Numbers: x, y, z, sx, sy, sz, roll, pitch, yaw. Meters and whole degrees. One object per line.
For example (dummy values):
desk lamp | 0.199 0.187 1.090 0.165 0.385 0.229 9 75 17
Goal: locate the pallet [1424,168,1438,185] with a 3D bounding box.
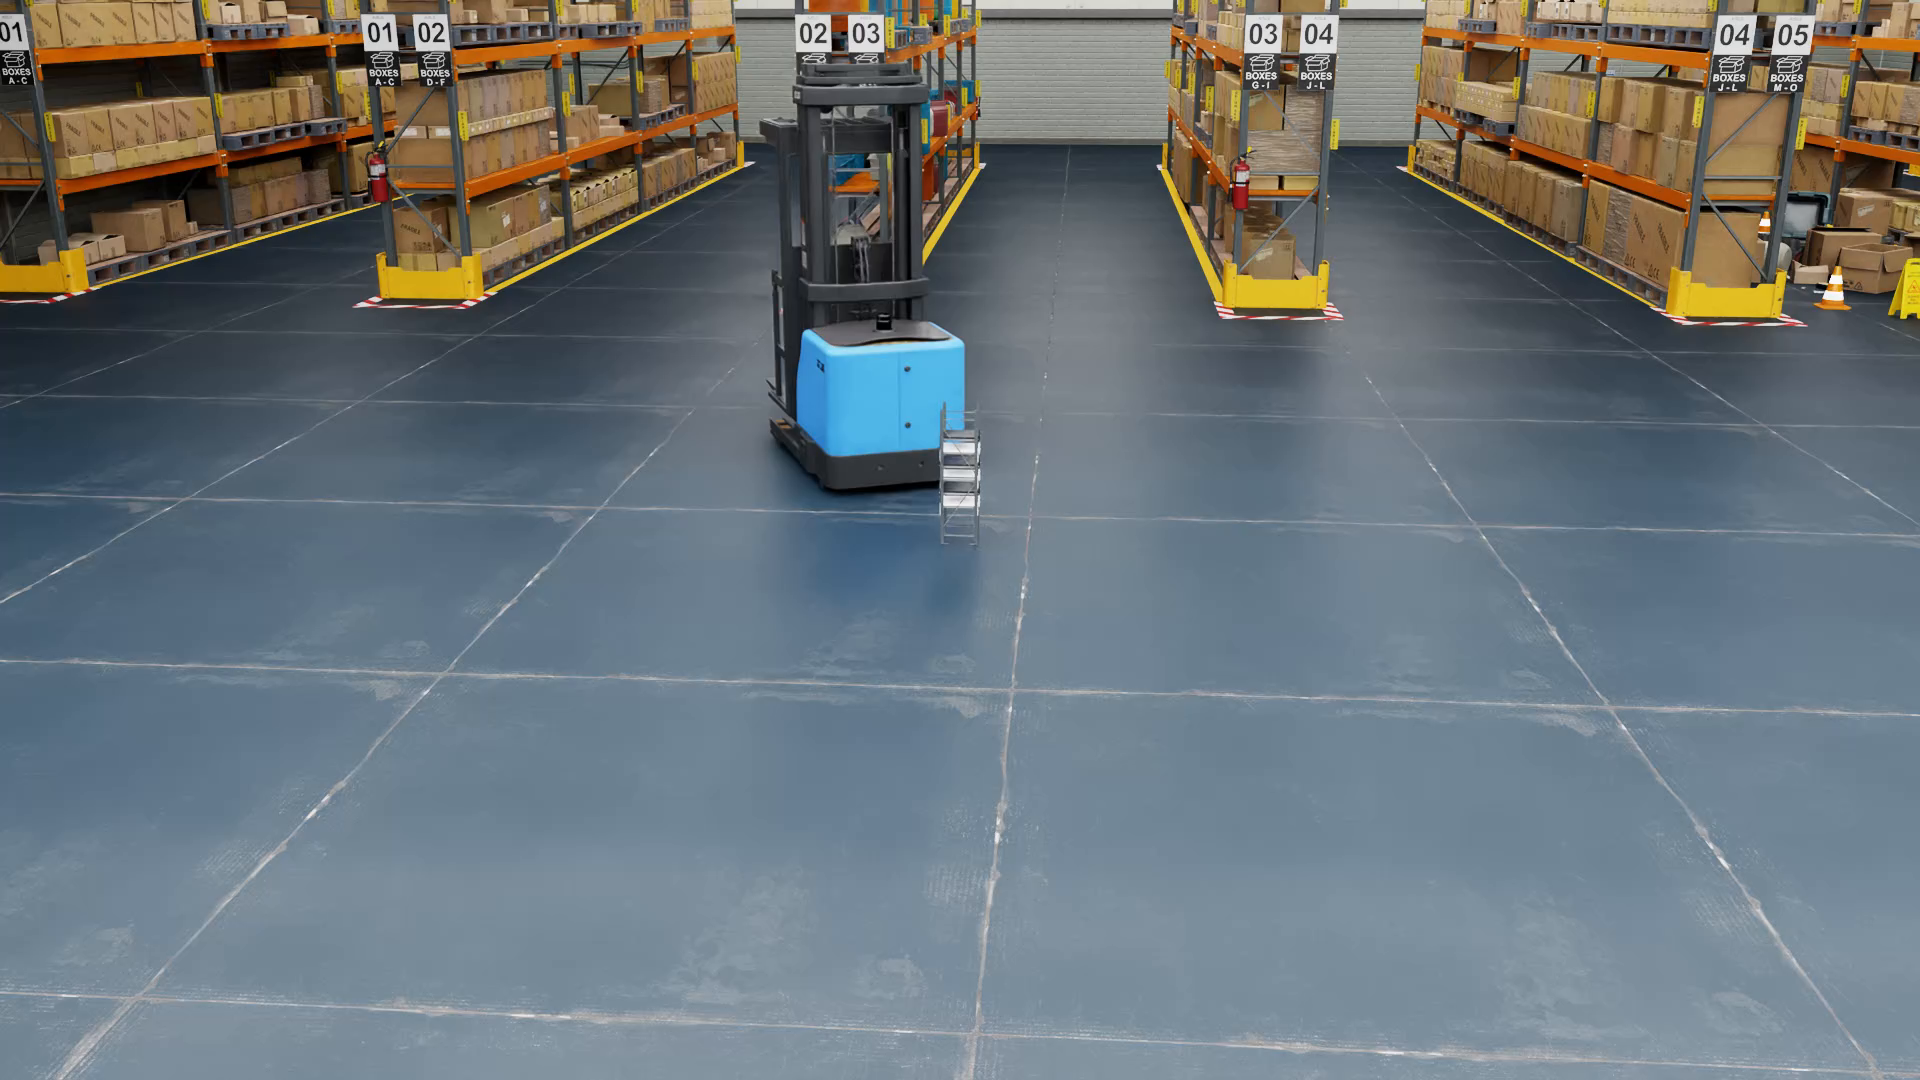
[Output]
pallet | 9.511 -6.957 31.815 1.003 0.211 1.213 1 18 4

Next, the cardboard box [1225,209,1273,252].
cardboard box | 3.798 -4.060 21.837 0.500 0.500 0.500 7 20 21

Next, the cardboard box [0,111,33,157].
cardboard box | -11.387 -4.885 20.019 0.500 0.500 0.500 1 18 3

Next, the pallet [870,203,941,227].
pallet | -0.848 -5.138 26.264 1.003 0.211 1.213 1 18 4

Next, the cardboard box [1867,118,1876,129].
cardboard box | 13.743 -6.183 24.706 0.380 0.149 0.250 0 18 0

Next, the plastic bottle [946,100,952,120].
plastic bottle | -0.219 -7.571 29.292 0.144 0.351 0.185 1 18 4

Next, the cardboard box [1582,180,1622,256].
cardboard box | 8.725 -4.204 21.673 0.875 0.875 0.875 2 18 5

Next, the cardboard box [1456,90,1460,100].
cardboard box | 8.927 -7.802 29.167 0.380 0.149 0.250 2 18 5

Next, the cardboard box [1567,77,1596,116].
cardboard box | 8.941 -6.202 23.266 0.700 0.500 0.500 1 18 4

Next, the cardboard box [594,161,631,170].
cardboard box | -5.861 -6.131 28.126 0.500 0.500 0.500 2 18 6

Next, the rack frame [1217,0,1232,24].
rack frame | 3.900 -8.201 21.499 1.000 3.000 0.127 1 18 4

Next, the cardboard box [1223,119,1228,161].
cardboard box | 3.723 -4.934 20.525 0.875 0.500 0.500 1 18 4

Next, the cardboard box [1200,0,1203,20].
cardboard box | 3.857 -8.005 24.755 0.500 0.500 0.500 1 18 4

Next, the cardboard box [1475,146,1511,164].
cardboard box | 9.020 -6.513 28.119 0.500 0.250 0.500 2 18 6

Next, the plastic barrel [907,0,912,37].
plastic barrel | -1.029 -8.116 25.253 0.600 0.901 0.600 0 18 0

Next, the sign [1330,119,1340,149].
sign | 4.155 -4.507 18.470 0.100 0.325 0.005 1 18 4

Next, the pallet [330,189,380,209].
pallet | -10.503 -5.842 28.413 1.003 0.211 1.213 1 18 4

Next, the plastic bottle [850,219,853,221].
plastic bottle | -1.500 -4.284 22.854 0.097 0.271 0.097 0 18 0

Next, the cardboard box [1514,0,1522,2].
cardboard box | 8.919 -8.578 26.077 0.396 0.266 0.258 1 18 4

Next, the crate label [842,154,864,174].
crate label | -1.465 -4.813 20.736 0.502 0.435 0.616 1 18 4

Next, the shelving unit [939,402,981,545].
shelving unit | 0.001 -0.430 10.791 0.258 0.900 0.210 1 18 4

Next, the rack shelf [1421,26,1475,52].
rack shelf | 9.557 -9.397 31.123 1.077 0.370 4.000 1 18 4

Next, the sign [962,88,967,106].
sign | 0.082 -8.064 30.271 0.100 0.325 0.005 1 18 4

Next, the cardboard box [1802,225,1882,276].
cardboard box | 11.157 -3.657 21.058 0.797 0.637 0.503 1 18 4

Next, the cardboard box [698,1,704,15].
cardboard box | -5.090 -9.949 31.091 0.500 0.250 0.500 1 18 4

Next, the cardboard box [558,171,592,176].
cardboard box | -6.053 -5.655 26.203 0.500 0.311 0.500 1 18 3

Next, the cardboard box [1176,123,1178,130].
cardboard box | 4.794 -8.066 33.460 0.875 0.875 0.875 1 18 4

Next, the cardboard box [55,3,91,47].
cardboard box | -10.861 -6.186 19.975 0.500 0.500 0.500 2 18 8

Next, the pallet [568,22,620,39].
pallet | -5.730 -7.590 24.755 1.003 0.211 1.213 2 18 6

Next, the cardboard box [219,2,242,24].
cardboard box | -10.758 -7.624 24.023 0.500 0.311 0.500 2 18 6

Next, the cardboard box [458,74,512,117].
cardboard box | -6.114 -5.631 21.046 0.700 0.500 0.500 1 18 4

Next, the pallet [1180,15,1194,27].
pallet | 4.543 -9.472 30.337 1.003 0.211 1.213 1 18 4

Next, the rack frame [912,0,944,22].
rack frame | -0.753 -9.554 25.628 1.000 3.000 0.127 1 18 4

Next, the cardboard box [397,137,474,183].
cardboard box | -6.221 -4.522 19.746 0.700 0.500 0.500 1 18 4

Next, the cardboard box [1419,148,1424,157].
cardboard box | 9.331 -7.680 32.971 0.380 0.149 0.250 1 18 4

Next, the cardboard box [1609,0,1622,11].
cardboard box | 8.526 -6.805 20.984 0.500 0.250 0.500 1 18 4

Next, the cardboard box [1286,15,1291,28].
cardboard box | 3.874 -5.891 18.868 0.380 0.149 0.250 1 18 3

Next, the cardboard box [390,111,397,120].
cardboard box | -10.225 -7.551 29.523 0.380 0.149 0.250 1 18 2

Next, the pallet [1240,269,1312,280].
pallet | 3.712 -3.058 19.915 1.003 0.211 1.213 1 18 4

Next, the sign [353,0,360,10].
sign | -6.807 -6.155 18.777 0.100 0.325 0.005 1 18 4

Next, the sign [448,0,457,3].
sign | -5.714 -6.194 18.661 0.100 0.325 0.005 1 18 4

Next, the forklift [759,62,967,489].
forklift | -0.893 -2.174 12.852 1.130 2.935 3.031 -6 19 -17

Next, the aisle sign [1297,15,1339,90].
aisle sign | 3.908 -5.317 18.158 0.394 0.787 0.004 1 18 4

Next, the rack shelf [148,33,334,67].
rack shelf | -10.778 -7.386 24.986 1.077 0.370 4.000 1 18 4

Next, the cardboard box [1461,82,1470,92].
cardboard box | 8.913 -7.857 28.856 0.380 0.149 0.250 2 18 5

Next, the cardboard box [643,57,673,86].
cardboard box | -5.629 -8.742 31.020 0.500 0.500 0.500 1 18 4

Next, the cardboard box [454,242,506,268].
cardboard box | -5.975 -3.540 20.650 0.500 0.250 0.500 1 18 4

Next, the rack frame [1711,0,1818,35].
rack frame | 8.553 -6.816 17.274 1.000 3.000 0.127 1 18 4

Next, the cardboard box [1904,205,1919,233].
cardboard box | 13.868 -4.466 23.281 0.950 0.372 0.625 2 18 7

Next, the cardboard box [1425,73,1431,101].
cardboard box | 9.380 -8.824 32.396 0.500 0.500 0.500 1 18 4

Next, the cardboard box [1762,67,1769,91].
cardboard box | 14.031 -7.847 28.288 0.500 0.500 0.500 1 18 4

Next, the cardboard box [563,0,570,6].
cardboard box | -5.879 -7.850 23.609 0.500 0.500 0.500 3 18 9
